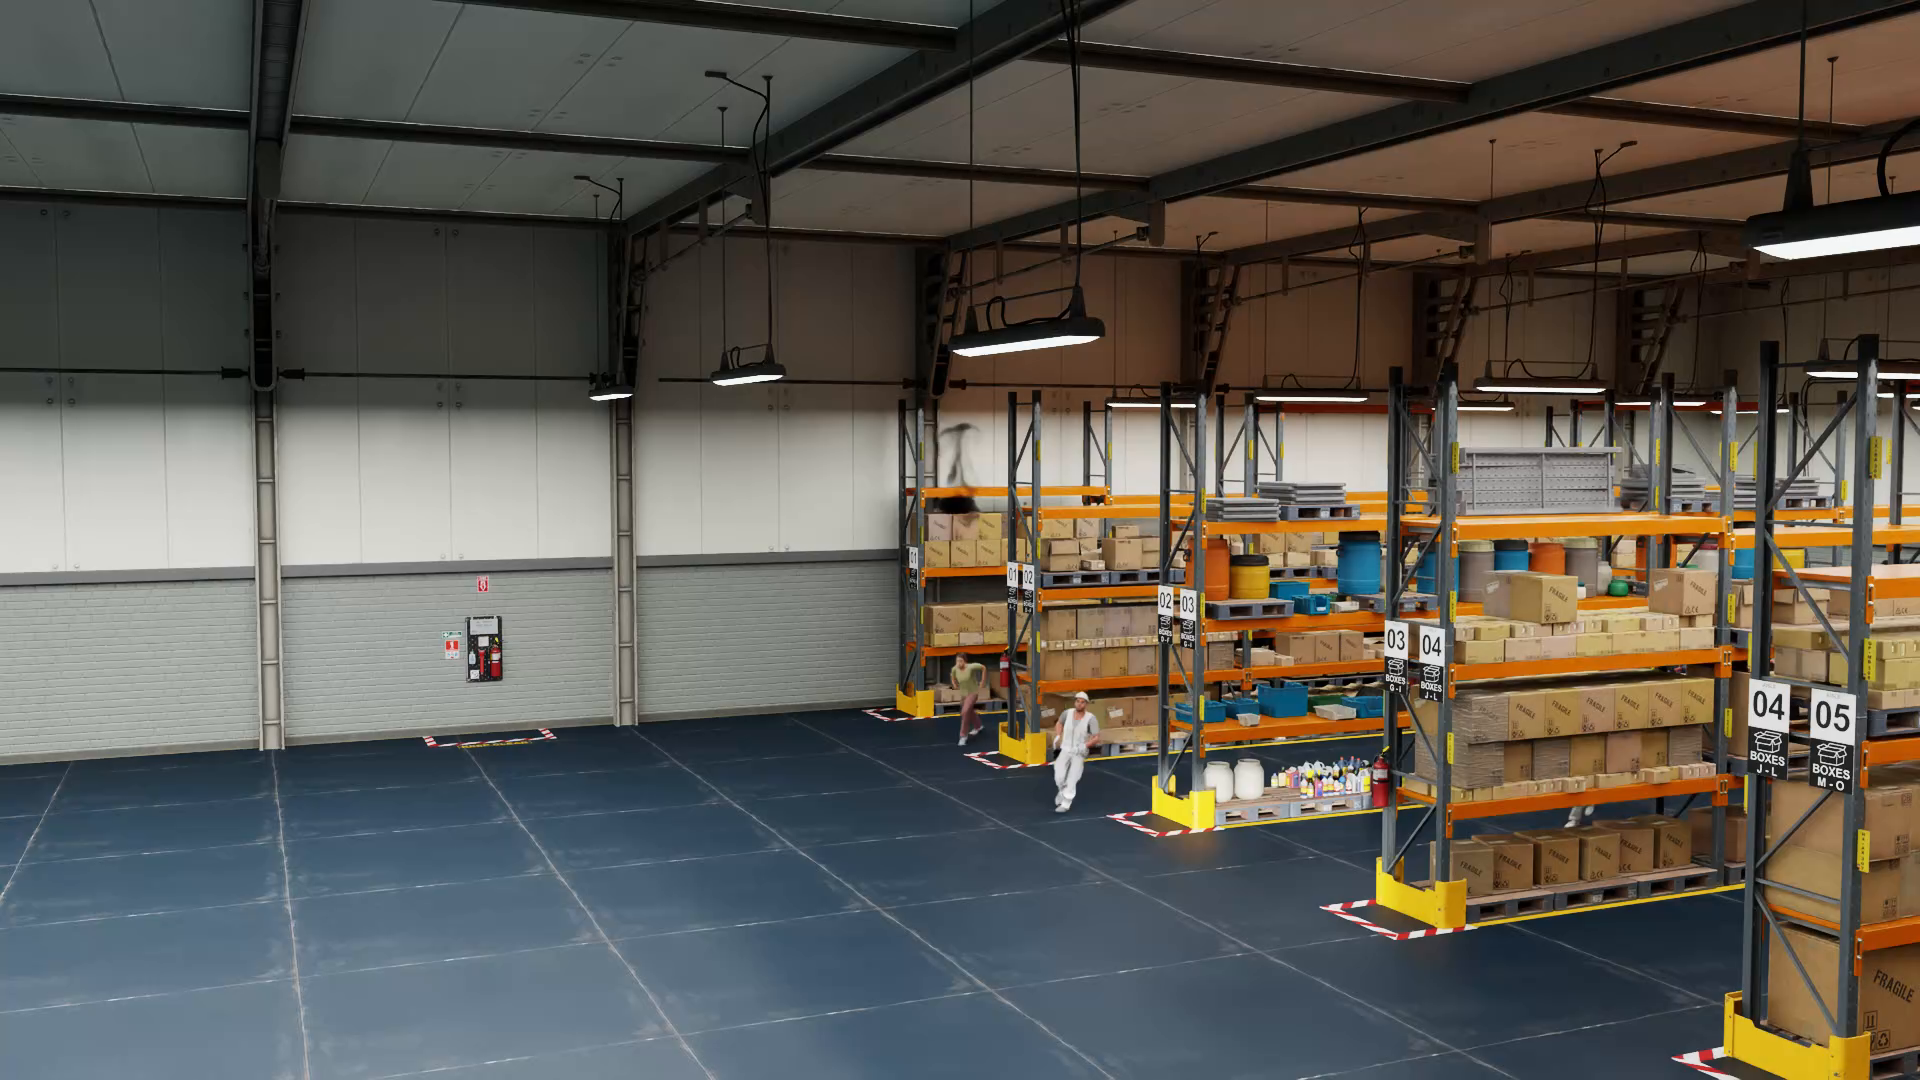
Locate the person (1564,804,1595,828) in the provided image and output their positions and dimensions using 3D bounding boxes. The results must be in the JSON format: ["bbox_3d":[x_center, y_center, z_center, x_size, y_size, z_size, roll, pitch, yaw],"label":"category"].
[{"bbox_3d":[8.390,3.003,22.369,0.904,1.654,0.582,-3,5,-42],"label":"person"}]

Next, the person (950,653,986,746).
[{"bbox_3d":[0.185,2.716,28.735,0.618,1.621,0.947,1,4,24],"label":"person"}]

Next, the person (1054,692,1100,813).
[{"bbox_3d":[1.602,2.953,23.028,0.678,1.715,0.542,1,4,20],"label":"person"}]
